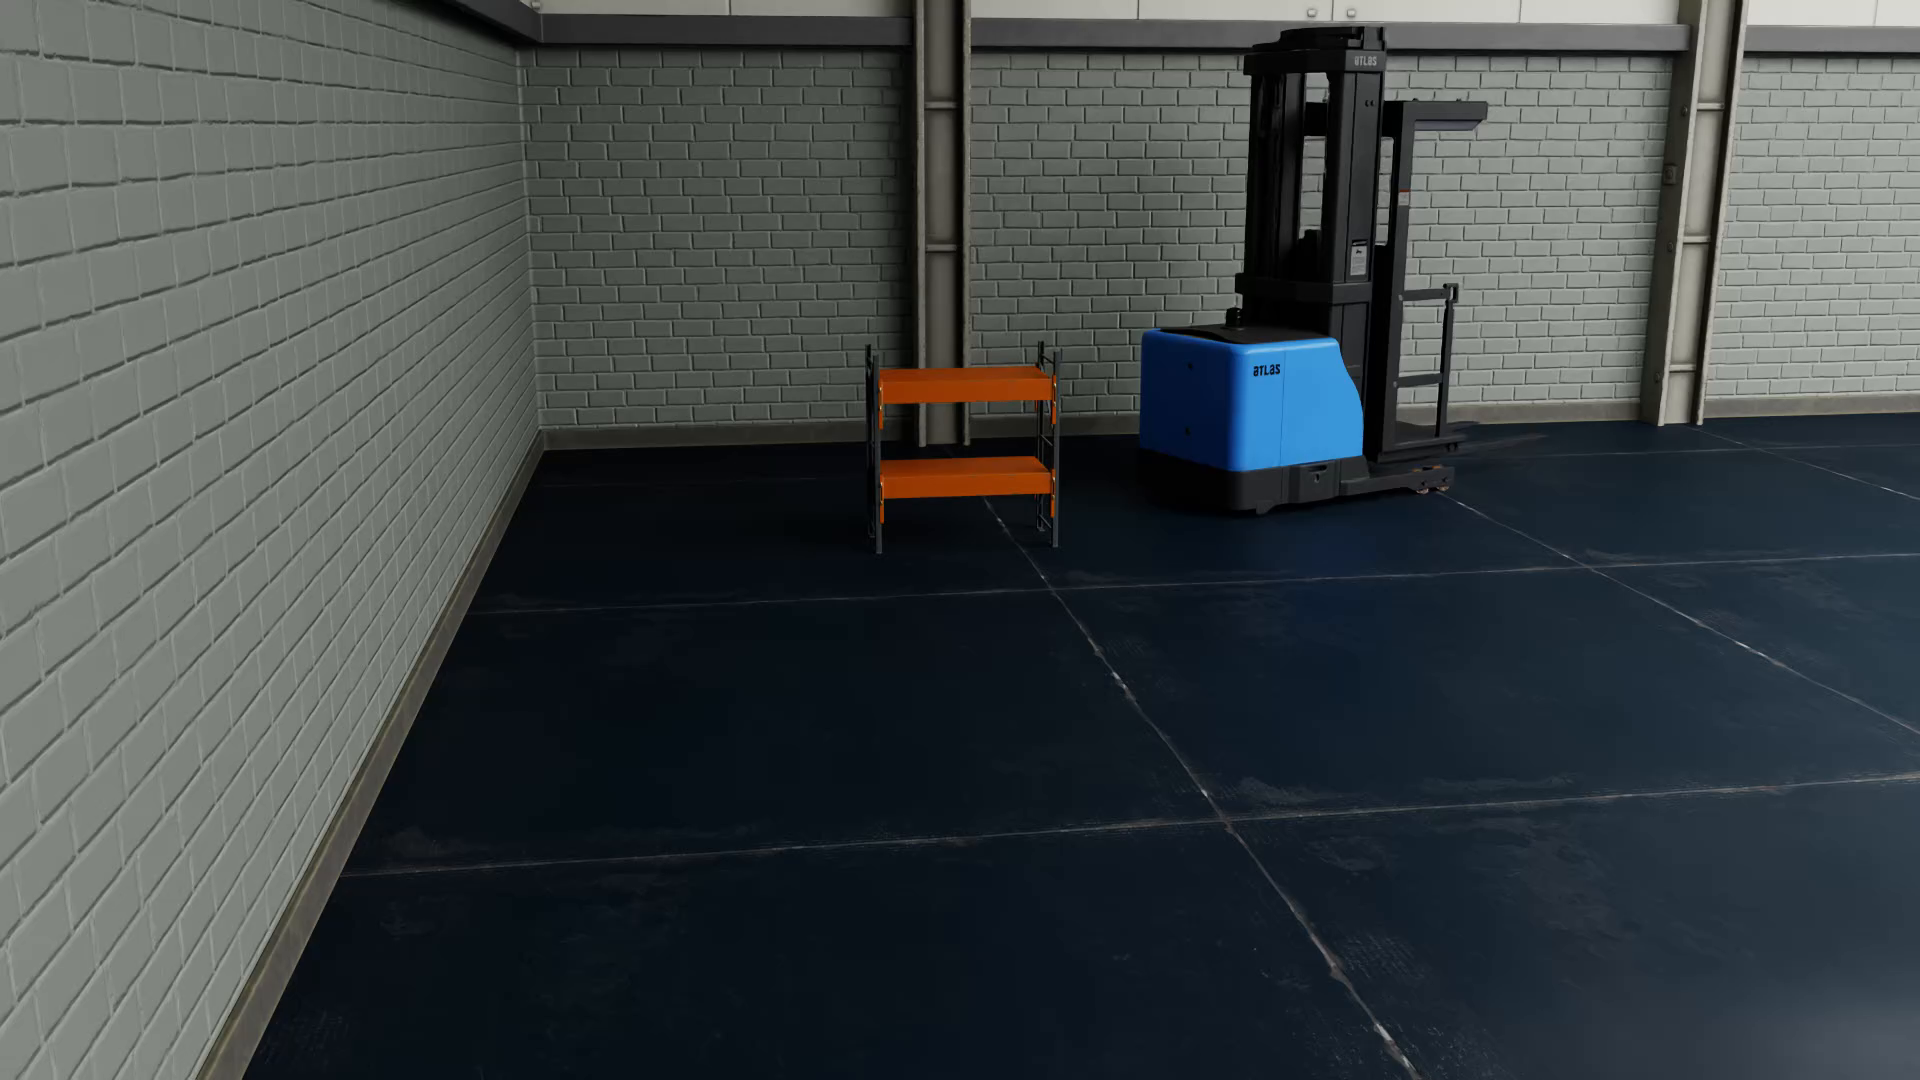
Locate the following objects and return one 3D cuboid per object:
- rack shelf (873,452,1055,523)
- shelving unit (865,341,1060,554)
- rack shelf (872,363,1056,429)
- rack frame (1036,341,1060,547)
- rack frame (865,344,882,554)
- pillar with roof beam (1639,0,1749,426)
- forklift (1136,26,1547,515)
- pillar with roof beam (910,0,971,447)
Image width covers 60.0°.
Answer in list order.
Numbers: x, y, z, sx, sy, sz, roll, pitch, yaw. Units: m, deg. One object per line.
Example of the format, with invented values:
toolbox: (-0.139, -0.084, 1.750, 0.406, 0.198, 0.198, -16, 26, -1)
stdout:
rack shelf: (0.007, -0.309, 9.645, 1.000, 0.278, 0.538, -2, 14, -8)
shelving unit: (0.007, -0.546, 9.586, 1.048, 1.125, 0.538, -2, 14, -8)
rack shelf: (0.007, -0.830, 9.515, 1.000, 0.278, 0.538, -2, 14, -8)
rack frame: (0.509, -0.564, 9.659, 0.032, 1.125, 0.500, -2, 14, -8)
rack frame: (-0.496, -0.527, 9.513, 0.032, 1.125, 0.500, -2, 14, -8)
pillar with roof beam: (6.433, -4.294, 8.345, 0.400, 9.000, 9.100, -2, 14, -8)
forklift: (2.682, -1.822, 10.962, 3.031, 2.935, 1.130, -8, 16, -30)
pillar with roof beam: (0.500, -4.077, 7.478, 0.400, 9.000, 9.100, -2, 14, -8)
